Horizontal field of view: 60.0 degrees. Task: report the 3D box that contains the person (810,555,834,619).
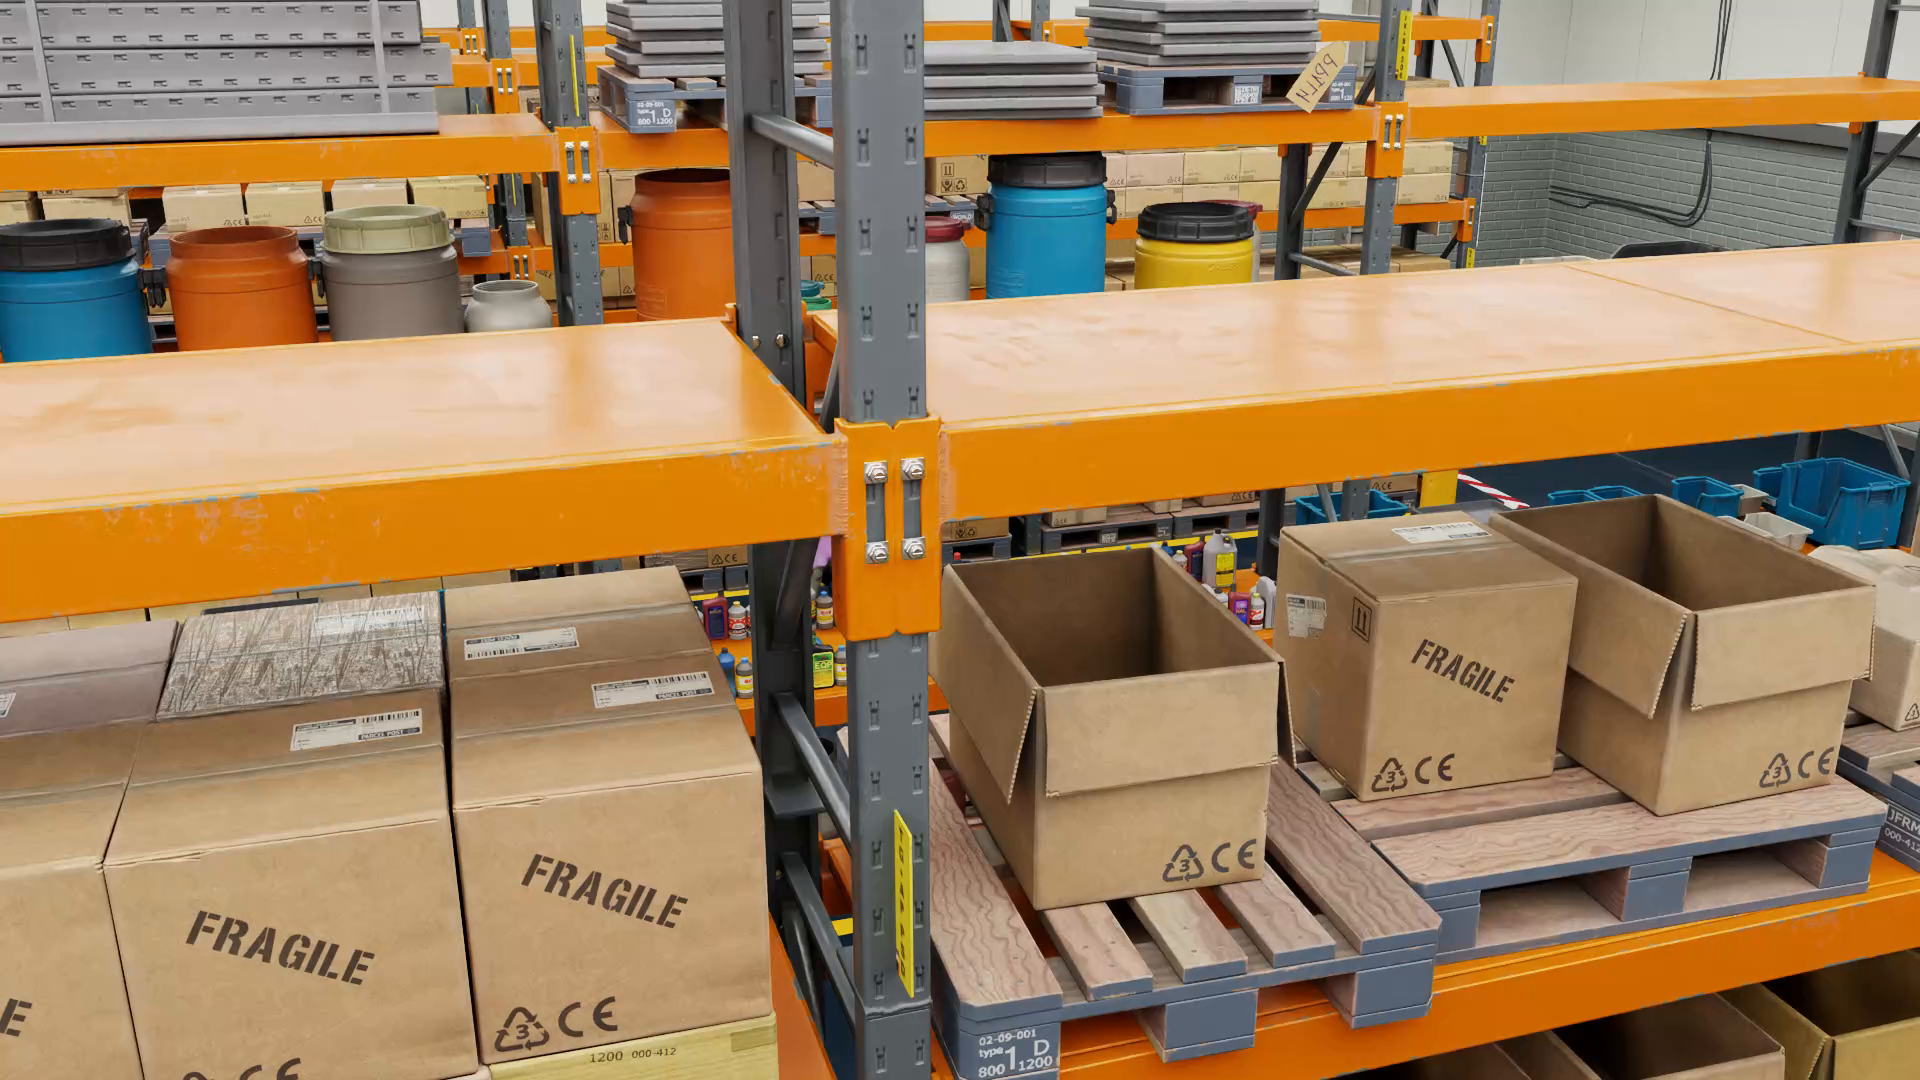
[{"bbox_3d":[-0.899,0.294,12.471,0.716,0.782,0.360,-7,21,-20],"label":"person"}]
